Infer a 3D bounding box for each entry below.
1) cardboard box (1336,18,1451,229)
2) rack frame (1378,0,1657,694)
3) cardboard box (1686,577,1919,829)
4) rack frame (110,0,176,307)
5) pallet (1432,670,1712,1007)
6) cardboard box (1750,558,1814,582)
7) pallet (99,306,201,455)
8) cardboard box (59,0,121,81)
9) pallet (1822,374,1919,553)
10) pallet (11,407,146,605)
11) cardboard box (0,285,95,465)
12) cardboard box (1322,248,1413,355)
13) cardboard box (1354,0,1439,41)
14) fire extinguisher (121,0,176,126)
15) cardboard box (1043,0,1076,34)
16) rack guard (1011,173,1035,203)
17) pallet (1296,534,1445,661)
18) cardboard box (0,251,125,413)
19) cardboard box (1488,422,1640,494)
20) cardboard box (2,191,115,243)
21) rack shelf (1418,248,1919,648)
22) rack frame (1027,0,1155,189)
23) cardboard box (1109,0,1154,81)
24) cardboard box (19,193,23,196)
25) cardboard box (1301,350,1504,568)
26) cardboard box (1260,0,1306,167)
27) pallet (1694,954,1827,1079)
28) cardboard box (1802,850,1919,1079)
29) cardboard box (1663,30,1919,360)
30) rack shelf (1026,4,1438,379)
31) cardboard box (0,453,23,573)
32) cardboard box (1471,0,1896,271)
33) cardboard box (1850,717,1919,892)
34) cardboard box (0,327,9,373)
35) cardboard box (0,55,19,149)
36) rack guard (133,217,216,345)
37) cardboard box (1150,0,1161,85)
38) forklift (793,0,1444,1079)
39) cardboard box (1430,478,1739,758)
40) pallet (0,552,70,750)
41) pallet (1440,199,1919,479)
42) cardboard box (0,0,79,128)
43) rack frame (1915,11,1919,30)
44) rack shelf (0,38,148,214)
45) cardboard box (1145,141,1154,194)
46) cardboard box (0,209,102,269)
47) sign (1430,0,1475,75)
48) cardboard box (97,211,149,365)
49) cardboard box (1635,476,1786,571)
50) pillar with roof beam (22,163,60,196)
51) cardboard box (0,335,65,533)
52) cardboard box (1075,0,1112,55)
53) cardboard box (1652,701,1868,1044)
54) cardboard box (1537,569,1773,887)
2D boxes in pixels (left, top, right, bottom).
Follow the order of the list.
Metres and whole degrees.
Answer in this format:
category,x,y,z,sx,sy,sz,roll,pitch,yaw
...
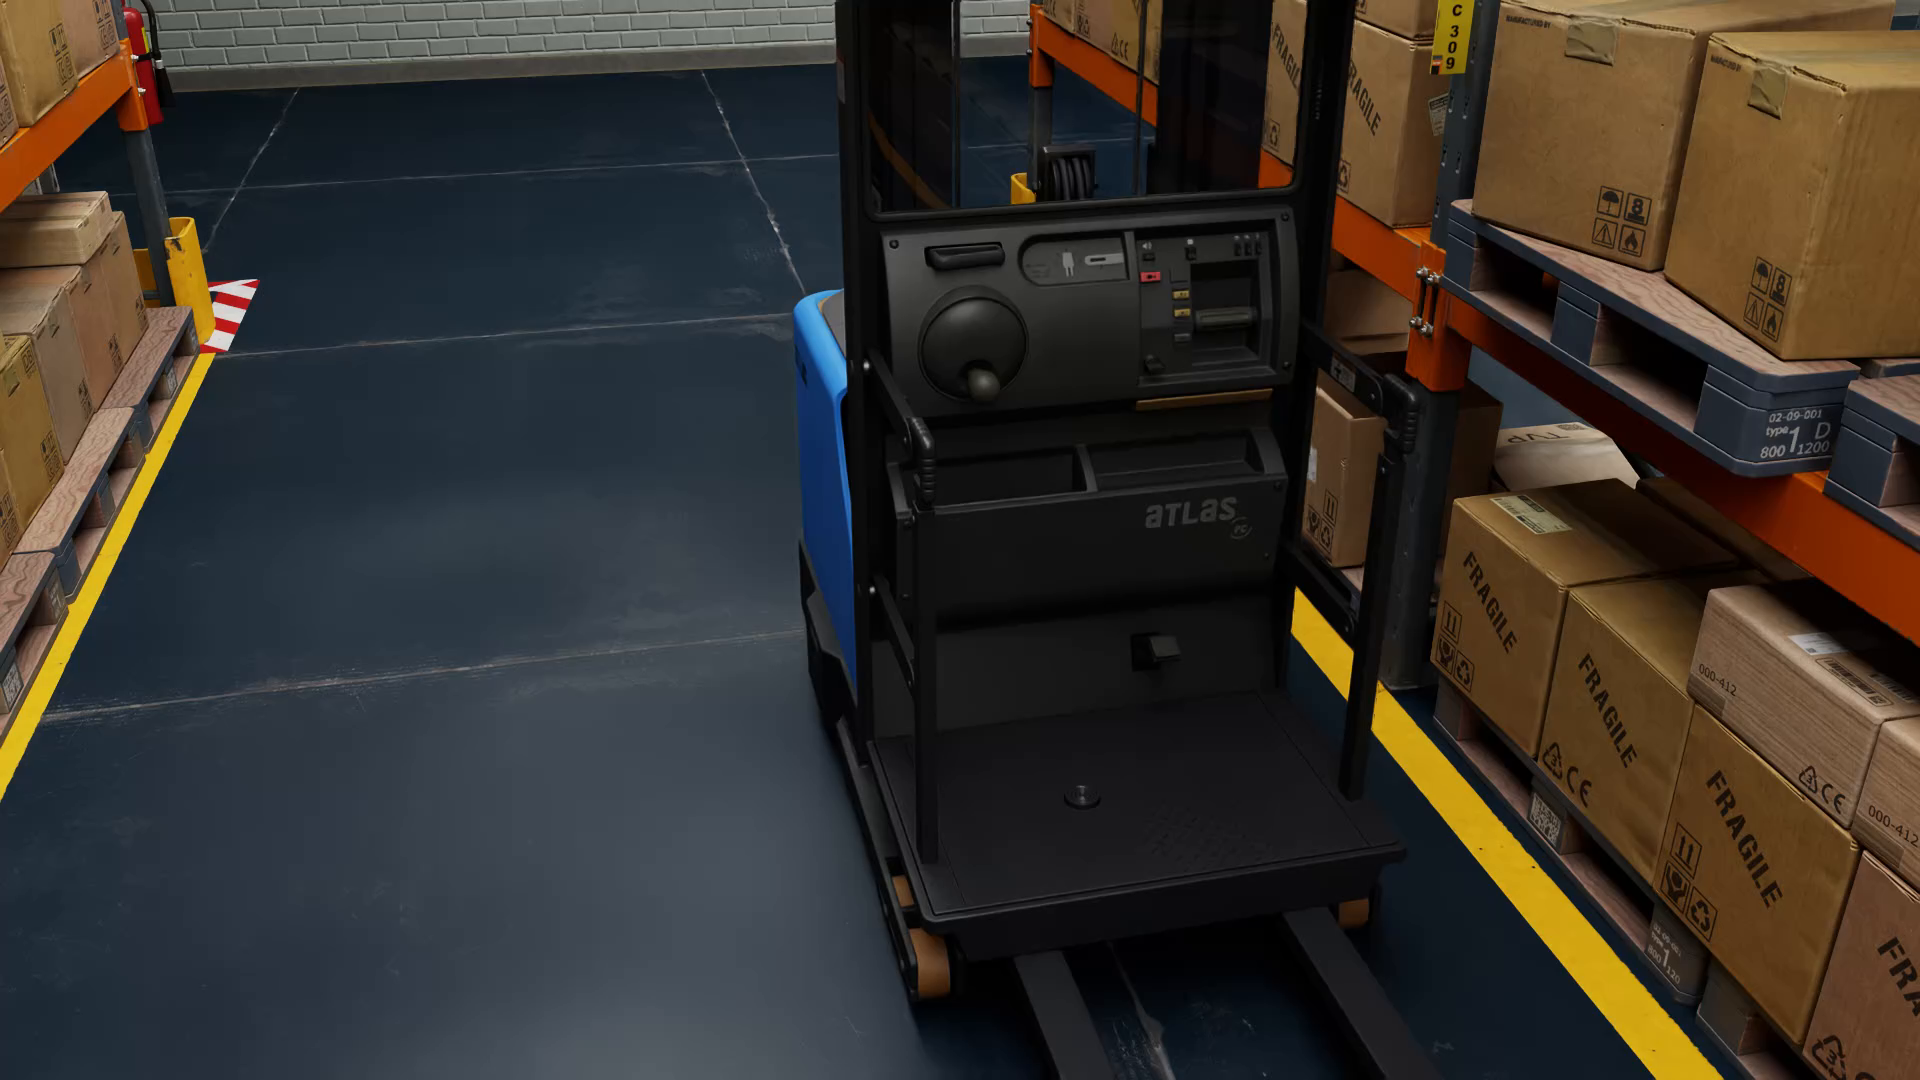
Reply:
category,x,y,z,sx,sy,sz,roll,pitch,yaw
cardboard box,1.369,-1.205,4.697,0.500,0.500,0.500,-6,27,-11
rack frame,1.731,-0.967,4.336,1.000,3.000,0.127,-6,27,-12
cardboard box,1.828,0.294,3.292,0.500,0.250,0.500,-6,27,-11
rack frame,-3.996,-2.218,6.815,1.000,3.000,0.127,-6,27,-12
pallet,1.951,0.632,4.265,1.003,0.211,1.213,-6,27,-12
cardboard box,2.225,0.358,3.997,0.500,0.500,0.500,-6,27,-11
pallet,-3.739,-0.630,6.764,1.003,0.211,1.213,-6,27,-12
cardboard box,-3.871,-2.129,6.306,0.980,0.700,0.700,-5,27,-9
pallet,2.190,0.022,2.591,1.003,0.211,1.213,-6,27,-12
pallet,-3.468,-0.095,5.705,1.003,0.211,1.213,-6,27,-12
cardboard box,-3.514,-0.552,5.823,0.700,0.500,0.500,-7,28,-13
cardboard box,1.303,-0.873,6.433,0.797,0.503,0.637,-6,27,-12
cardboard box,1.365,-1.653,4.476,0.500,0.500,0.500,-6,27,-11
fire extinguisher,-3.580,-2.130,7.141,0.296,0.674,0.183,-6,27,-12
cardboard box,0.673,-2.546,7.354,0.500,0.500,0.500,-5,27,-11
rack guard,0.847,-1.573,8.312,1.175,0.500,0.348,-6,27,-12
pallet,1.577,-0.023,5.562,1.003,0.211,1.213,-6,27,-12
cardboard box,-3.628,-0.773,6.260,0.700,0.500,0.500,-6,27,-12
cardboard box,1.847,-0.169,5.252,0.500,0.311,0.500,-6,27,-12
cardboard box,-3.534,-1.244,6.474,0.380,0.149,0.250,-6,27,-12
rack shelf,2.182,0.233,2.759,1.077,0.370,4.000,-6,27,-12
rack frame,0.830,-2.723,7.815,1.000,3.000,0.127,-6,27,-12
cardboard box,0.905,-2.099,6.469,0.500,0.500,0.500,-6,27,-12
cardboard box,-3.963,-1.317,6.618,0.380,0.149,0.250,-6,27,-11
cardboard box,1.327,-0.268,5.239,0.500,0.500,0.500,-6,27,-12
cardboard box,1.251,-1.431,5.145,0.500,0.500,0.500,-5,27,-10
pallet,2.230,1.168,3.201,1.003,0.211,1.213,-6,27,-12
cardboard box,1.953,0.865,2.993,0.500,0.500,0.500,-7,28,-14
cardboard box,1.837,-0.673,3.177,0.700,0.500,0.500,-2,27,-3
rack shelf,1.281,-1.523,6.238,1.077,0.370,4.000,-6,27,-12
cardboard box,-3.273,-0.093,4.914,0.700,0.500,0.500,-6,27,-12
cardboard box,1.620,-0.968,3.762,0.700,0.500,0.500,-16,31,-29
cardboard box,1.942,0.514,2.856,0.500,0.250,0.500,-6,27,-13
cardboard box,-3.180,-0.560,5.118,0.380,0.149,0.250,-7,28,-13
cardboard box,-3.533,-1.475,5.011,0.980,0.700,0.700,-7,28,-14
rack guard,-4.001,-1.113,7.400,1.175,0.500,0.348,-6,27,-12
cardboard box,1.016,-1.880,6.034,0.500,0.500,0.500,-6,27,-11
forklift,0.347,-0.471,3.430,1.130,2.935,3.031,-6,27,-12
cardboard box,1.603,0.190,4.331,0.500,0.500,0.500,-7,28,-14
pallet,-3.189,0.441,4.642,1.003,0.211,1.213,-6,27,-12
pallet,1.805,-0.519,3.662,1.003,0.211,1.213,-6,27,-12
cardboard box,-3.696,-1.811,5.676,0.980,0.700,0.700,-6,27,-12
rack frame,5.657,-3.224,8.809,1.000,3.000,0.127,-6,27,-12
rack shelf,-3.545,-1.019,5.238,1.077,0.370,4.000,-6,27,-12
cardboard box,1.192,-1.589,7.856,0.500,0.500,0.500,-6,27,-12
cardboard box,-3.476,-1.132,6.252,0.380,0.149,0.250,-5,27,-10
sign,1.204,-1.295,4.025,0.100,0.325,0.005,-6,27,-12
cardboard box,-3.740,-0.992,6.695,0.700,0.500,0.500,-6,27,-12
cardboard box,2.122,0.140,4.429,0.500,0.500,0.500,-6,27,-12
pillar with roof beam,-1.253,-6.431,8.504,9.100,9.000,0.400,-6,27,-12
cardboard box,-3.386,-0.319,5.360,0.700,0.500,0.500,-5,27,-10
cardboard box,0.794,-2.320,6.906,0.500,0.500,0.500,-6,27,-12
cardboard box,1.839,0.643,3.433,0.500,0.500,0.500,-6,27,-11
cardboard box,1.734,0.423,3.869,0.500,0.500,0.500,-6,27,-11
